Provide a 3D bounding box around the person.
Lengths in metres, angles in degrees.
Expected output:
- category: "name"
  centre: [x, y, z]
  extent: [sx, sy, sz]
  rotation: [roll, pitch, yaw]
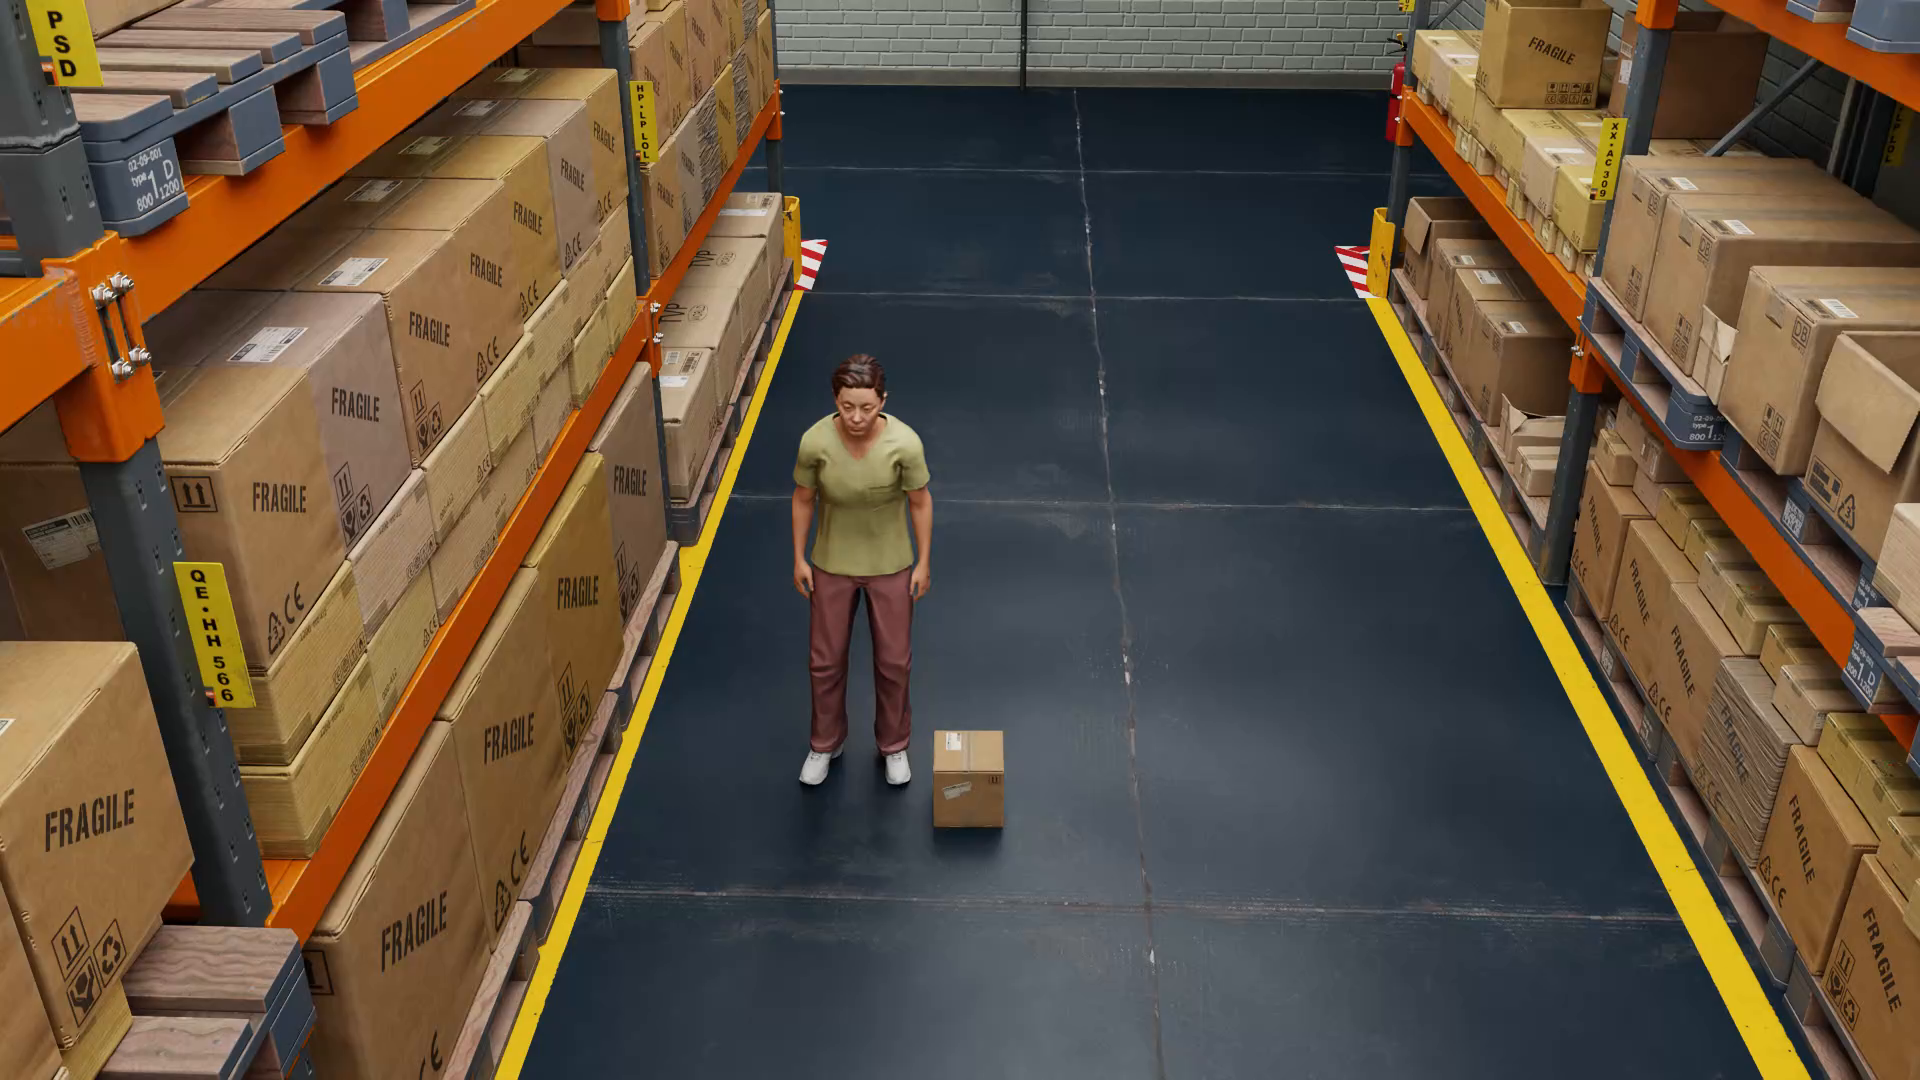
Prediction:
- category: "person"
  centre: [-0.348, 0.109, 5.917]
  extent: [0.499, 1.673, 0.354]
  rotation: [1, 28, 2]
